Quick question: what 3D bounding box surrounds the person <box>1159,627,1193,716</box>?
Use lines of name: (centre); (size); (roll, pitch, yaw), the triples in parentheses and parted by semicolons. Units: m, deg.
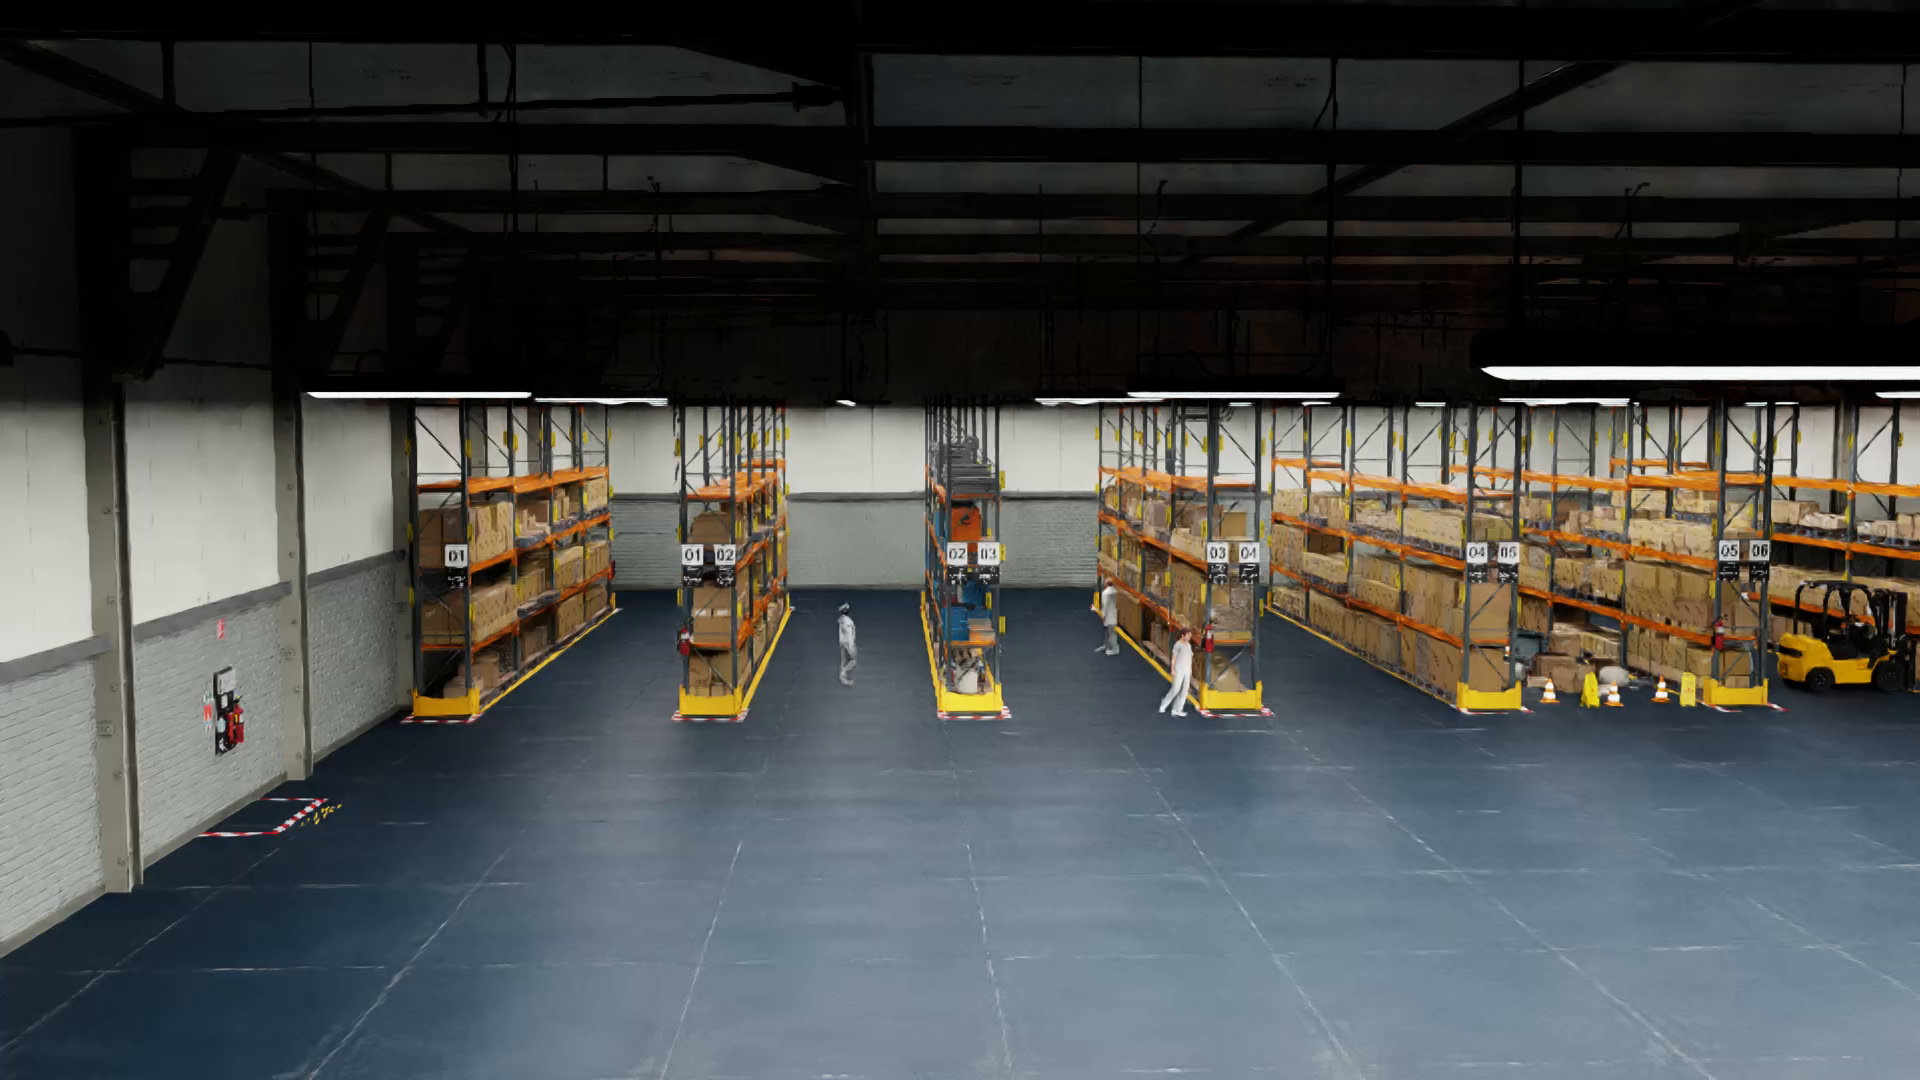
person: (4.032, 2.449, 31.049); (0.633, 1.655, 0.501); (-4, 6, -40)

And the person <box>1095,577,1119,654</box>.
person: (3.448, 1.750, 38.842); (0.629, 1.773, 0.677); (2, 5, 19)

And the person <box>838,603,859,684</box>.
person: (-2.371, 2.160, 34.521); (0.414, 1.673, 0.517); (-3, 5, -31)

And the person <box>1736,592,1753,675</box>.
person: (16.799, 1.999, 35.796); (0.580, 1.763, 0.673); (2, 5, 29)

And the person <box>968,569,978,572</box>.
person: (0.437, 1.279, 46.088); (0.622, 1.596, 0.822); (-2, 5, -19)
